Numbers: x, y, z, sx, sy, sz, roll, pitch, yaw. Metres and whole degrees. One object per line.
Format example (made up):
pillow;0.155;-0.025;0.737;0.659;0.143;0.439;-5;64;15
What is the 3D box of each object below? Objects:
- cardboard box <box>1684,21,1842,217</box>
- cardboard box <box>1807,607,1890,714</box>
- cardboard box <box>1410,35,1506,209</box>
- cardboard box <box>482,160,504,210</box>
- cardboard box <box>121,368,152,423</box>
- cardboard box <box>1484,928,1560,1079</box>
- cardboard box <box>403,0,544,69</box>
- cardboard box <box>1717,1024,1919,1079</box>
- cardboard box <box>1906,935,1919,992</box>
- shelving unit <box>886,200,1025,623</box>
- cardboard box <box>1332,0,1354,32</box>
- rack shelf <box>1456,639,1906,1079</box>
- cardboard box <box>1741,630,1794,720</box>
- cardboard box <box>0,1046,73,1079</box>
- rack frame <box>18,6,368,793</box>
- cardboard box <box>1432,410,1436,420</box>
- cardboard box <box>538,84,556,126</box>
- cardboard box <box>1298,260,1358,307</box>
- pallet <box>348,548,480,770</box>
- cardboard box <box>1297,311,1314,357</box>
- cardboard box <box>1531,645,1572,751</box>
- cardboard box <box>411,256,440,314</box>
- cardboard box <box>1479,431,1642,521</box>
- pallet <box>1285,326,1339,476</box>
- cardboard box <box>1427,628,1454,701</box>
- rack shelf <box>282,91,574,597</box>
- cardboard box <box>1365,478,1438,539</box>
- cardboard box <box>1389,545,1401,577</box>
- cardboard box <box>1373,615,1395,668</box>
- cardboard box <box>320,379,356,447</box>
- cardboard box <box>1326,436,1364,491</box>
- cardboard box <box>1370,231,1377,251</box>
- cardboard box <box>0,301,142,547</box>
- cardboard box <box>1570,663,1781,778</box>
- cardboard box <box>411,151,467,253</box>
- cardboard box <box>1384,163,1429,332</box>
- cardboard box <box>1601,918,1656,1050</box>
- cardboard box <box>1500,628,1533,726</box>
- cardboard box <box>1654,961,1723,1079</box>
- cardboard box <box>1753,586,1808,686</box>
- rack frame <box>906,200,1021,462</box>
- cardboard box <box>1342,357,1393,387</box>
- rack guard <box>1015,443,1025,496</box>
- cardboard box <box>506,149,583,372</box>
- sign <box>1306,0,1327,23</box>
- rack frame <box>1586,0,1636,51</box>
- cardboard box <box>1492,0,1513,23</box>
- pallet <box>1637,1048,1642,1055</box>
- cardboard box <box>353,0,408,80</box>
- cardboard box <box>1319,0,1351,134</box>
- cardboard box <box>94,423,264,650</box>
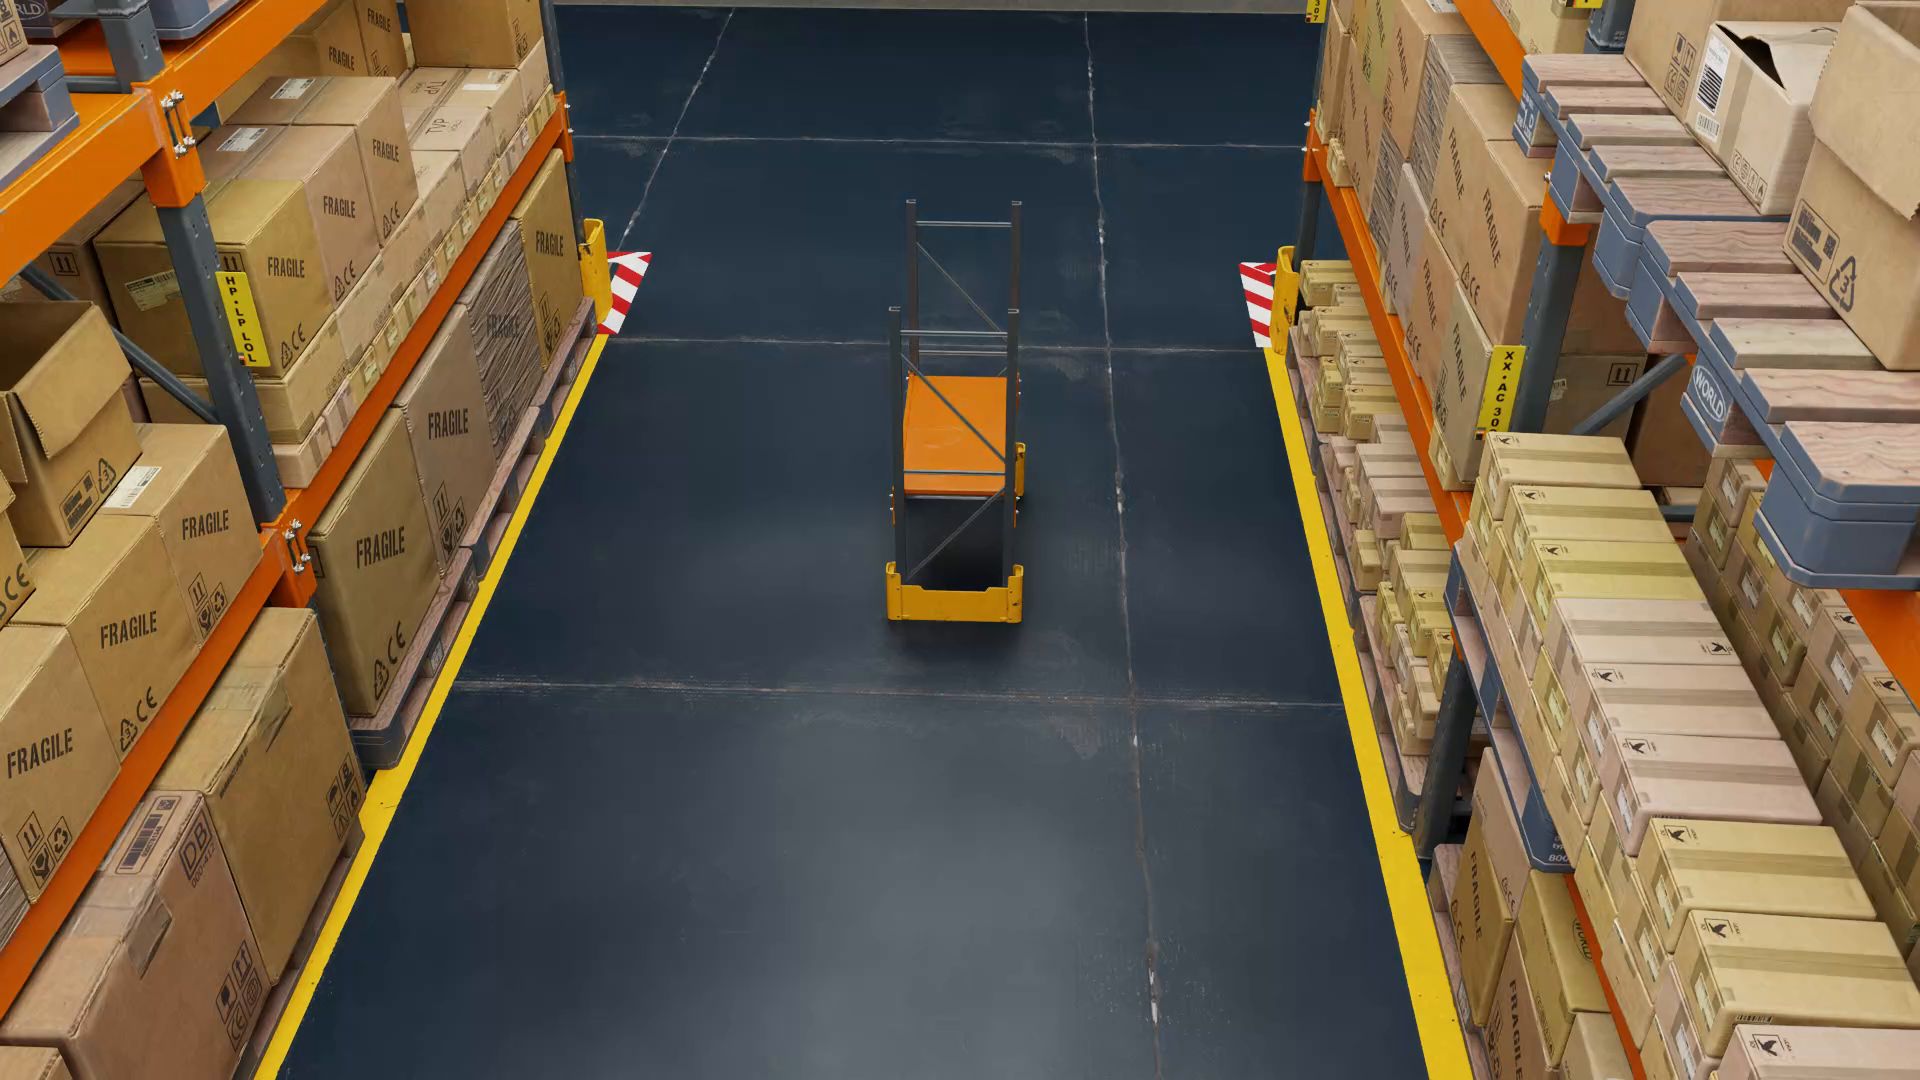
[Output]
cardboard box;1.929;-0.940;3.582;0.500;0.311;0.500;1;35;1
cardboard box;2.321;0.298;4.053;0.380;0.149;0.250;1;35;2
cardboard box;1.973;-1.517;6.085;0.500;0.500;0.500;2;35;3
cardboard box;-2.342;-1.647;7.703;0.380;0.149;0.250;1;35;1
cardboard box;-3.022;-0.571;5.825;0.500;0.250;0.500;1;35;1
cardboard box;1.860;1.495;4.822;0.500;0.500;0.500;3;35;4
cardboard box;-2.374;-2.630;8.103;0.500;0.500;0.500;2;35;2
cardboard box;1.621;1.029;3.013;0.380;0.149;0.250;1;35;2
cardboard box;2.296;0.987;3.590;0.380;0.149;0.250;0;35;0
shelving unit;-0.003;-0.570;7.256;0.587;1.500;1.083;1;35;2
cardboard box;2.052;-2.696;7.762;0.500;0.500;0.500;1;35;2
rack shelf;2.094;1.365;3.824;1.077;0.370;4.000;1;35;2
cardboard box;2.334;0.378;4.457;0.380;0.149;0.250;1;35;2
cardboard box;-2.846;1.837;4.010;1.225;0.875;0.875;1;35;2
rack frame;-2.778;-0.251;5.498;1.000;3.000;0.127;1;35;2
cardboard box;1.924;-0.448;5.997;0.380;0.149;0.250;3;35;4
cardboard box;-2.302;-2.234;8.538;0.380;0.149;0.250;2;35;3
cardboard box;1.974;-1.332;8.633;0.380;0.149;0.250;0;35;0
pallet;-2.669;0.455;6.919;1.003;0.211;1.213;1;35;2
cardboard box;1.994;-1.088;8.804;0.380;0.149;0.250;2;35;3
cardboard box;1.671;0.394;4.176;0.380;0.149;0.250;0;35;0
cardboard box;-2.382;-1.055;6.861;0.380;0.149;0.250;2;35;2
cardboard box;1.699;-0.175;4.726;0.380;0.149;0.250;3;35;4
pallet;2.264;-0.726;8.599;1.003;0.211;1.213;1;35;2
cardboard box;1.928;0.463;6.080;0.380;0.149;0.250;2;35;3
rack shelf;-2.697;-1.105;7.340;1.077;0.370;4.000;1;35;2
cardboard box;1.909;-0.133;6.928;0.380;0.149;0.250;0;35;0
cardboard box;1.969;0.155;6.777;0.380;0.149;0.250;2;35;2
cardboard box;1.890;0.383;6.711;0.380;0.149;0.250;0;35;0
cardboard box;-2.423;-0.461;6.016;0.380;0.149;0.250;0;35;0
cardboard box;1.930;-0.359;7.766;0.380;0.149;0.250;0;35;0
cardboard box;2.014;-1.346;7.275;0.380;0.149;0.250;1;35;1
cardboard box;-2.795;-0.335;4.658;0.797;0.503;0.637;0;35;1
cardboard box;1.659;0.423;3.875;0.380;0.149;0.250;1;35;1
cardboard box;-2.429;-1.441;7.064;0.500;0.250;0.500;1;35;2
cardboard box;1.955;-1.109;6.374;0.500;0.500;0.500;1;35;2
cardboard box;1.638;0.964;3.623;0.380;0.149;0.250;0;35;0
cardboard box;1.680;0.372;4.466;0.380;0.149;0.250;2;35;2
cardboard box;1.628;0.994;3.322;0.380;0.149;0.250;2;35;3
cardboard box;2.333;0.258;4.368;0.380;0.149;0.250;3;35;4
rack frame;0.017;-0.857;7.665;0.500;1.500;0.032;1;35;2
cardboard box;1.998;-0.725;7.770;0.380;0.149;0.250;3;35;4
rack guard;0.017;-0.345;8.023;0.587;0.250;0.087;1;35;2
cardboard box;-2.563;-1.482;8.732;0.875;0.875;0.875;1;35;2
sign;1.793;-2.743;8.291;0.100;0.325;0.005;1;35;2
rack frame;2.174;-2.533;3.527;1.000;3.000;0.127;1;35;2
cardboard box;1.956;-1.819;5.251;0.500;0.250;0.500;1;35;2
pallet;2.052;1.160;3.657;1.003;0.211;1.213;1;35;2
cardboard box;-2.926;-2.359;7.718;0.500;0.500;0.500;1;35;1
cardboard box;2.041;-2.287;8.050;0.500;0.500;0.500;3;35;4
cardboard box;-2.524;-0.017;5.078;0.500;0.500;0.500;1;35;2
